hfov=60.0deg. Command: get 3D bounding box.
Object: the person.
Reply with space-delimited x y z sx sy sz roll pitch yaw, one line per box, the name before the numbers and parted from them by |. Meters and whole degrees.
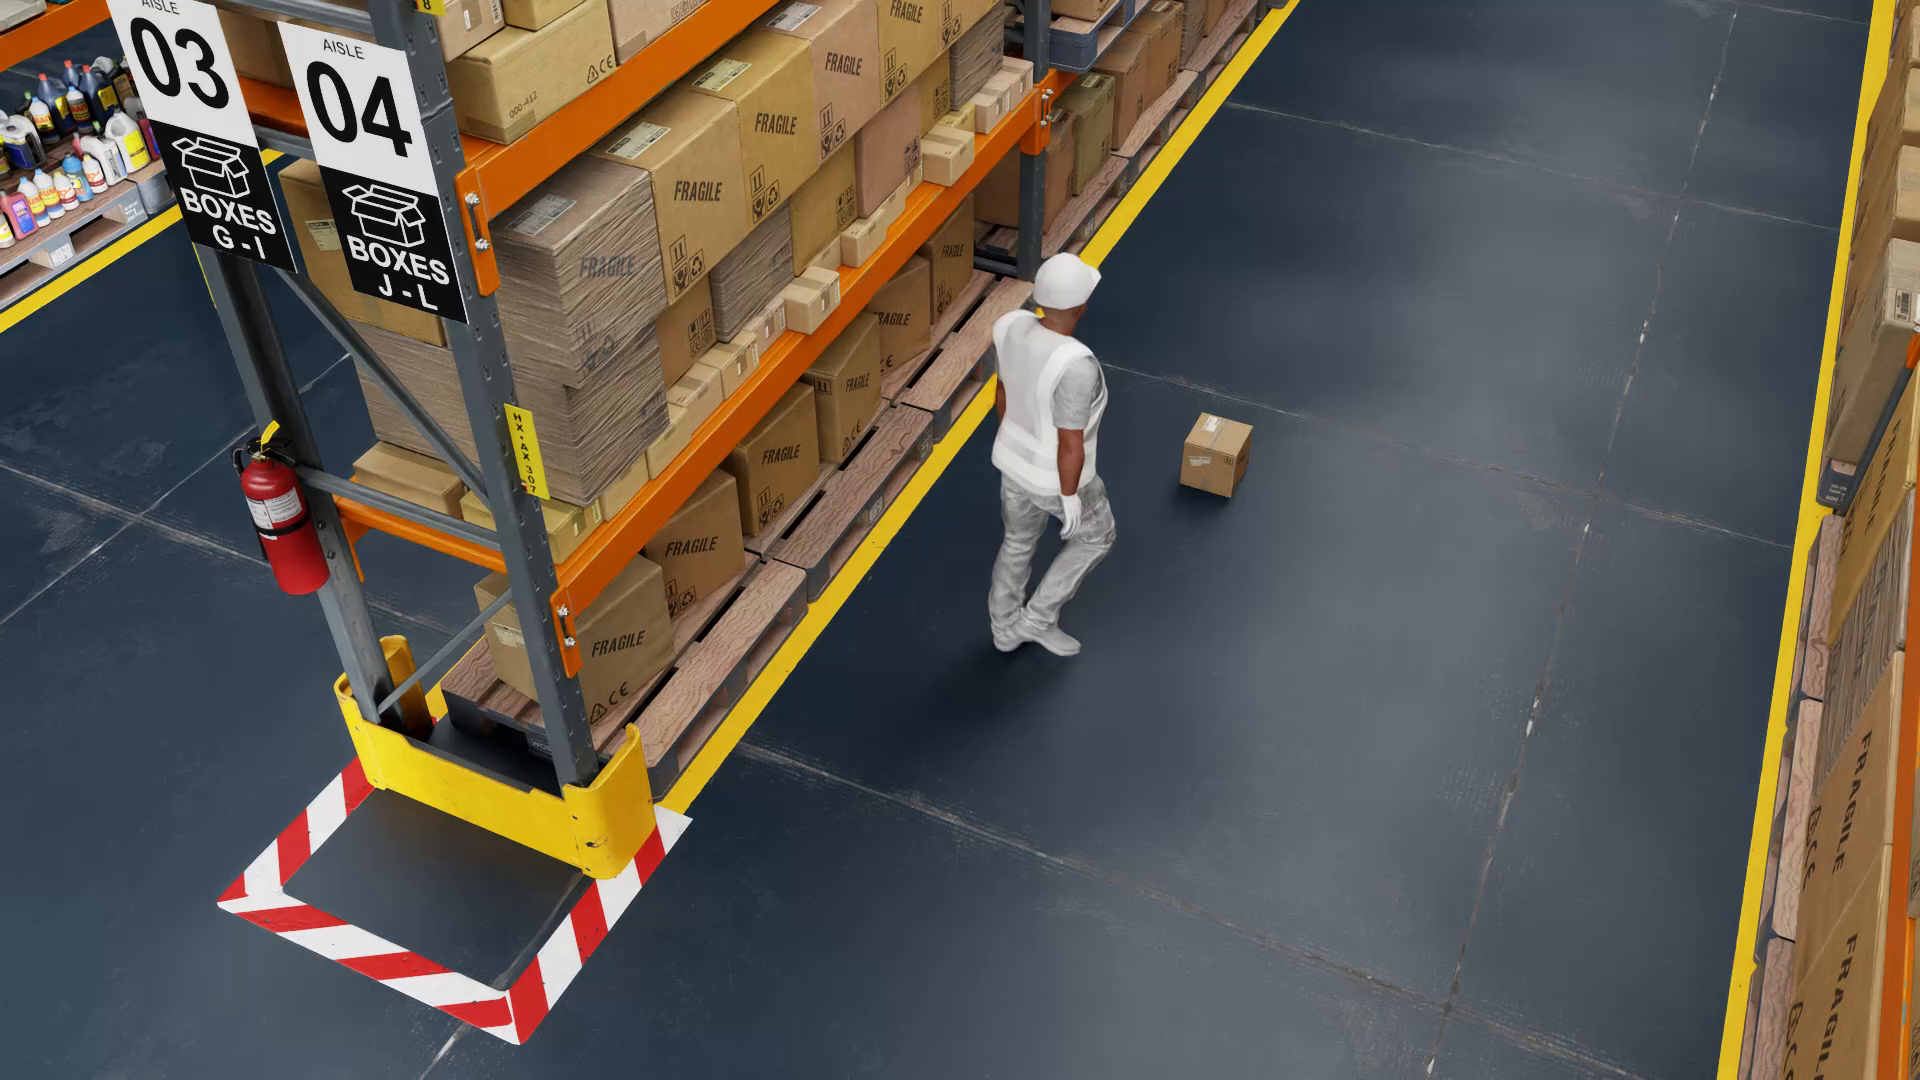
person | 0.336 -0.297 6.454 0.462 1.769 0.597 -27 48 -27
